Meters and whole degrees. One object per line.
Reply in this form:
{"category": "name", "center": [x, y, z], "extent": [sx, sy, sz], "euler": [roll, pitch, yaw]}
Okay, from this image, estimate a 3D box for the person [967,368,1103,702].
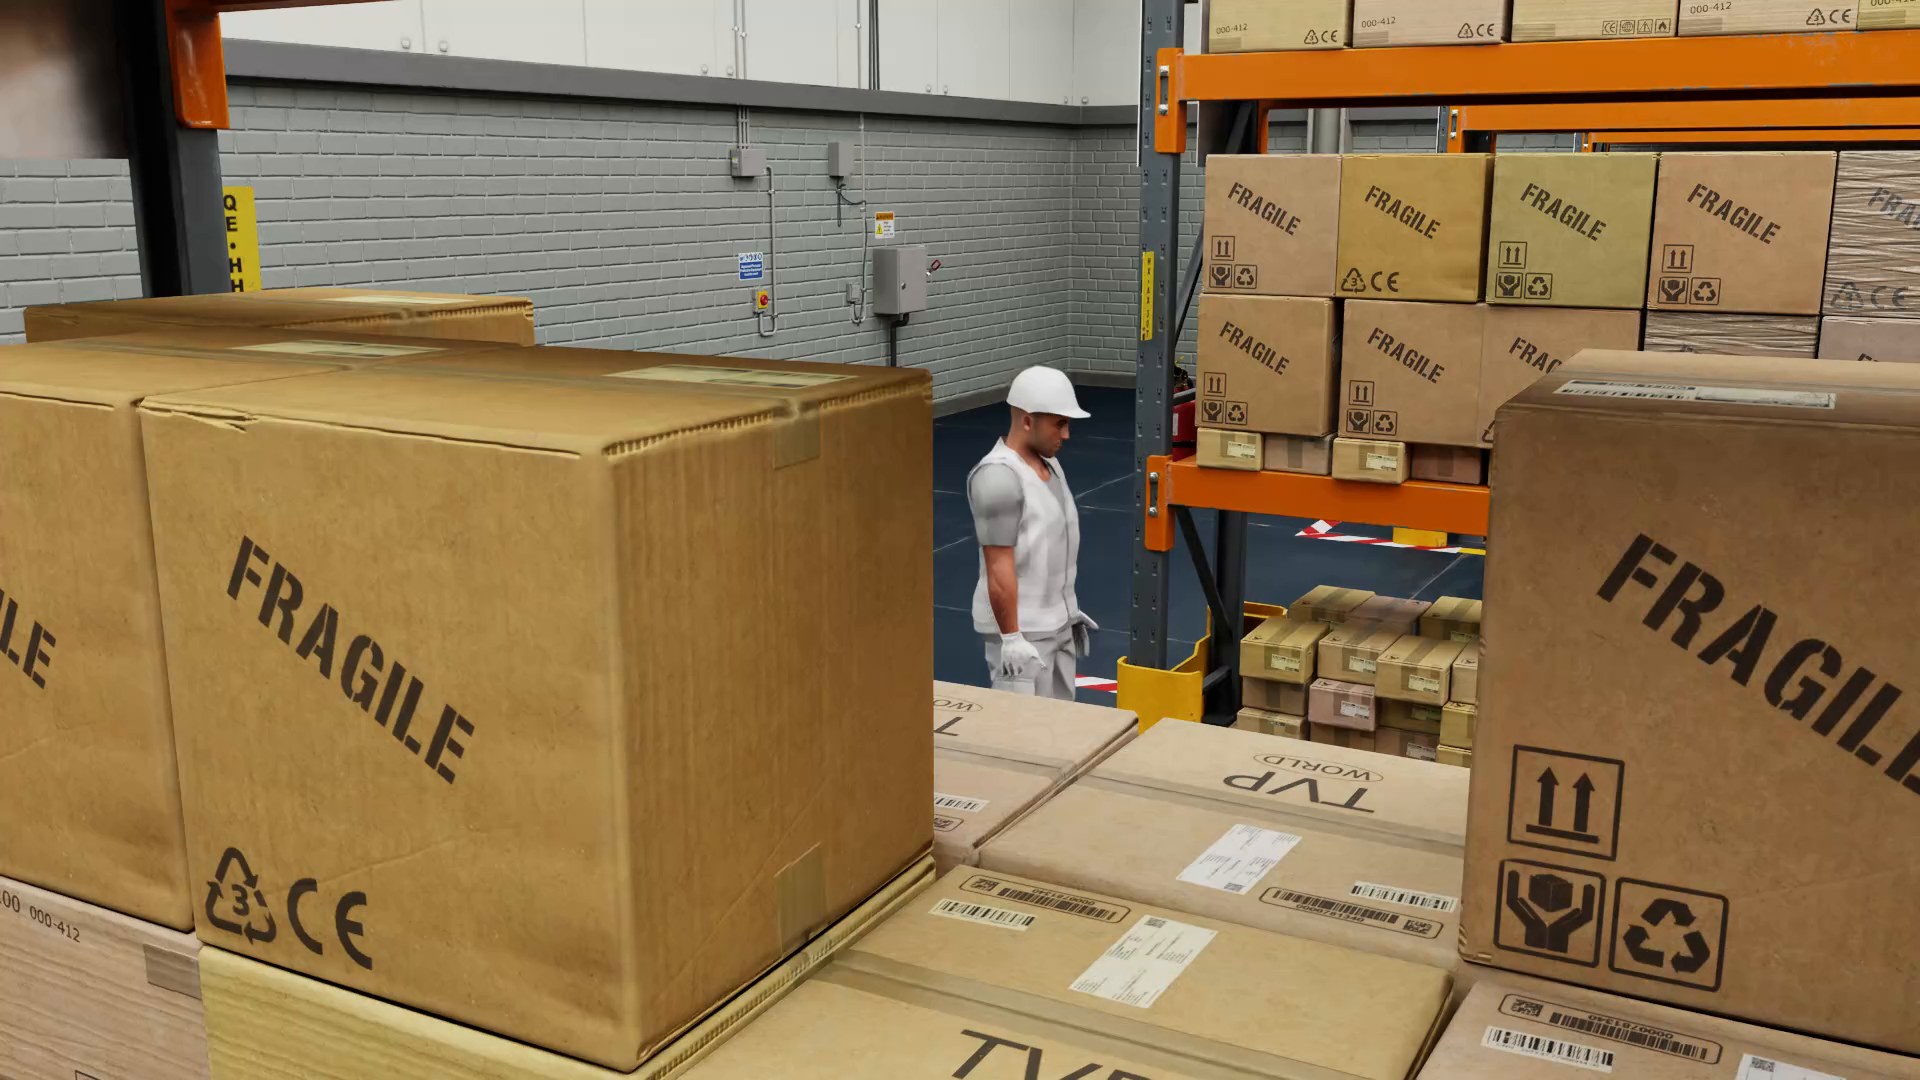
{"category": "person", "center": [0.249, 0.310, 5.557], "extent": [0.377, 1.773, 0.530], "euler": [5, 14, 23]}
